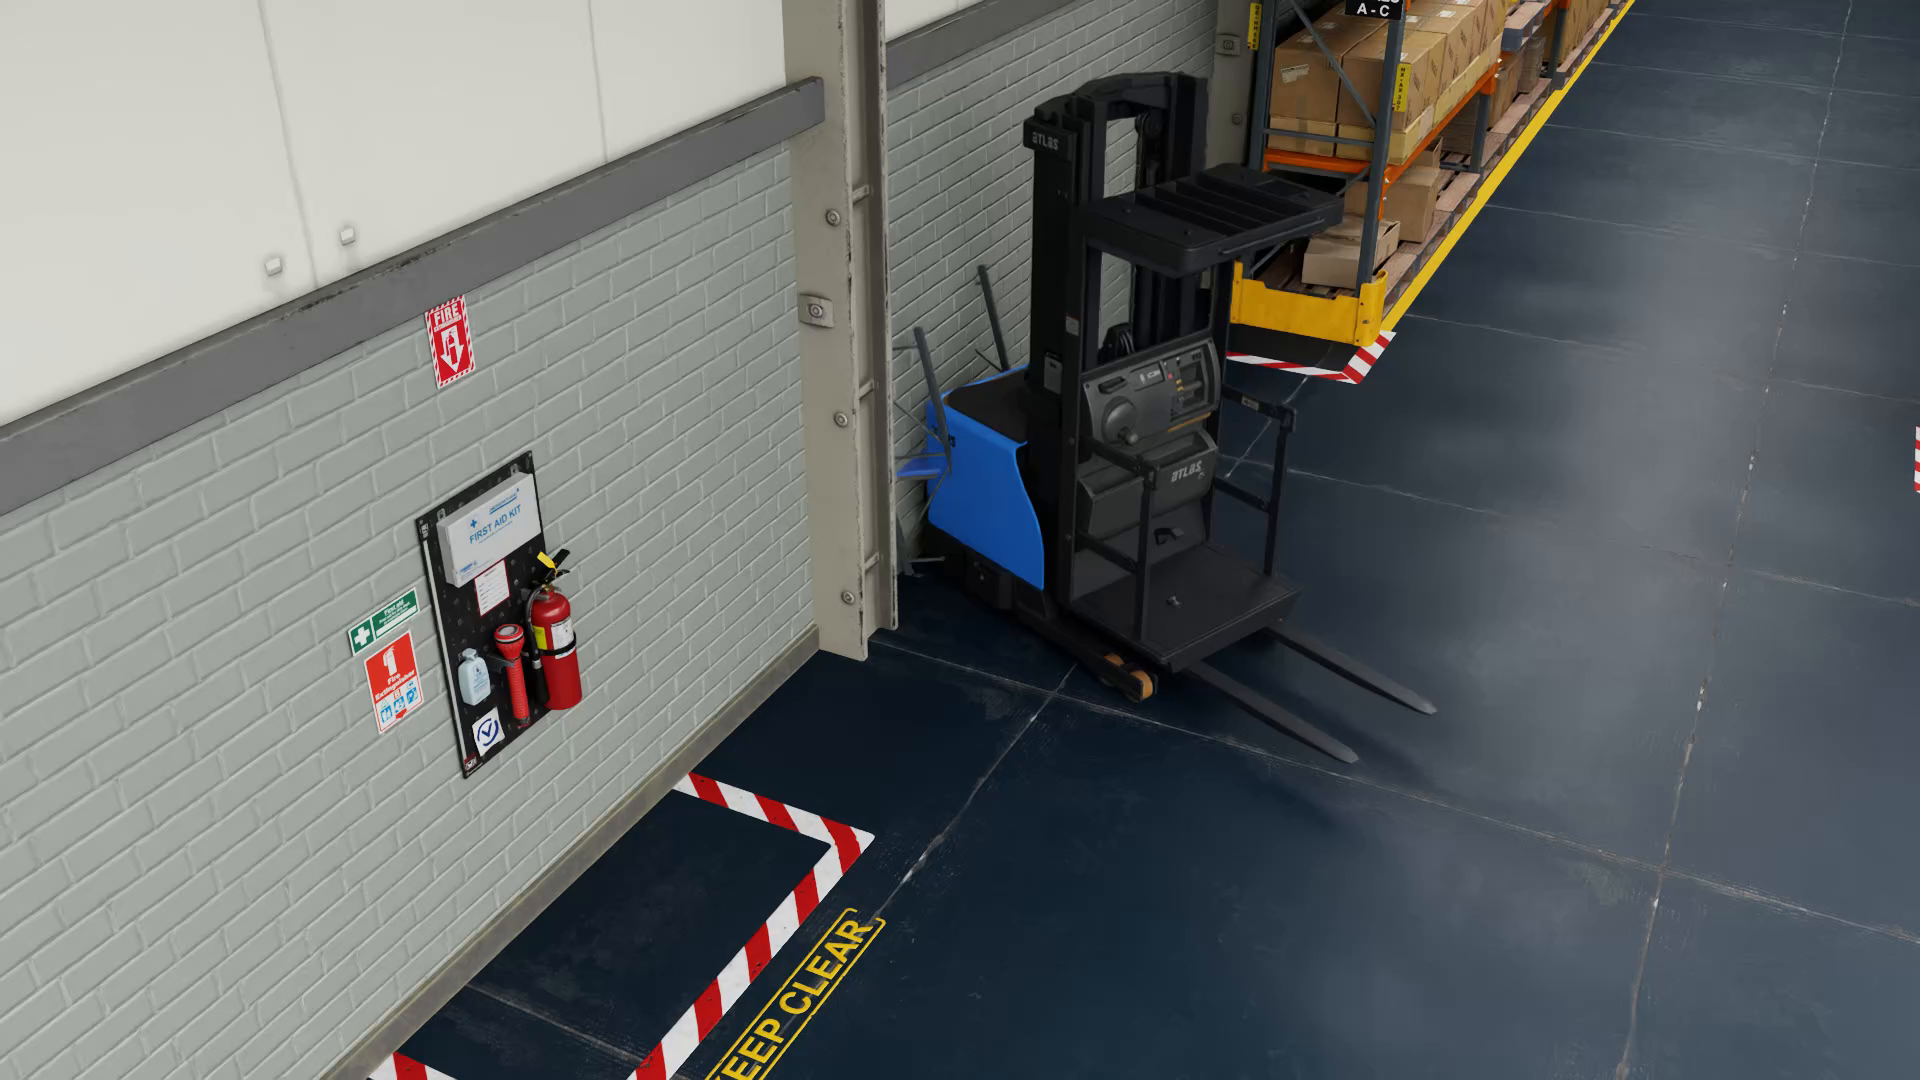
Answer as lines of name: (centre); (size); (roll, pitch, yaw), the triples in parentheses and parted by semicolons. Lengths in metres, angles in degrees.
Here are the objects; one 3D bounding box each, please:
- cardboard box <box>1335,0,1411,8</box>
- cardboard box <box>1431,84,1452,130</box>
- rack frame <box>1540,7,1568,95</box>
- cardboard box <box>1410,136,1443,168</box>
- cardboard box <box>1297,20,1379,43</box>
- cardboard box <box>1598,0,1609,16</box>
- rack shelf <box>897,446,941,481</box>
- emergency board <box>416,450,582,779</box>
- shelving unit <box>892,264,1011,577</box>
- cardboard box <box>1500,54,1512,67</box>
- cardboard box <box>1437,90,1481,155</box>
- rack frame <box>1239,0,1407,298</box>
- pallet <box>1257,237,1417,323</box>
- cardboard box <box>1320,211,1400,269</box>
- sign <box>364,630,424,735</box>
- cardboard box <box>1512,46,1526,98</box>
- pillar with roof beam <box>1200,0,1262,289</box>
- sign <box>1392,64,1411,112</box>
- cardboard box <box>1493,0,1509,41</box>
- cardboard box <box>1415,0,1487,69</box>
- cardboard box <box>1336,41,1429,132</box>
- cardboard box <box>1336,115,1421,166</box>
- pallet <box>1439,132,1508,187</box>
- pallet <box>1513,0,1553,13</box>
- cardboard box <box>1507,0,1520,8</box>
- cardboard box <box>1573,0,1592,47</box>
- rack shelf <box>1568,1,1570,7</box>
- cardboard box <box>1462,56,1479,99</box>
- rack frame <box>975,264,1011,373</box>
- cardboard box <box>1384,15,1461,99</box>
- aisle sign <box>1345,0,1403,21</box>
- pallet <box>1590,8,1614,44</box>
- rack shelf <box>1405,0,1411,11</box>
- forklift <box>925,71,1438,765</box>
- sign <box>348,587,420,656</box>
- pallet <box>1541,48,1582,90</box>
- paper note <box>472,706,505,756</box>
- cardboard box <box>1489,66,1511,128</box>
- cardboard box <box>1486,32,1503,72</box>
cardboard box: (3.343, -4.127, 13.592); (0.500, 0.500, 0.500); (15, 33, 24)
cardboard box: (3.585, -3.472, 13.205); (0.500, 0.250, 0.500); (14, 33, 23)
rack frame: (6.263, -6.473, 18.300); (1.000, 3.000, 0.127); (14, 33, 23)
cardboard box: (4.003, -3.337, 14.908); (0.500, 0.500, 0.500); (12, 32, 20)
cardboard box: (2.882, -3.673, 12.802); (0.500, 0.500, 0.500); (15, 33, 24)
cardboard box: (7.905, -7.178, 21.265); (0.750, 0.750, 0.750); (15, 33, 24)
rack shelf: (-0.040, -0.539, 9.794); (0.538, 0.185, 1.000); (-3, 26, 25)
emergency board: (-1.726, 0.314, 6.482); (0.194, 1.169, 0.643); (14, 33, 23)
shelving unit: (-0.083, -0.698, 9.722); (0.538, 1.500, 1.048); (-3, 26, 25)
cardboard box: (5.436, -5.106, 17.235); (0.500, 0.250, 0.500); (14, 33, 23)
cardboard box: (4.761, -4.136, 16.300); (0.700, 0.500, 0.500); (15, 33, 25)
rack frame: (2.618, -2.926, 12.124); (1.000, 3.000, 0.127); (14, 33, 23)
pallet: (3.055, -2.103, 13.490); (1.003, 0.211, 1.213); (14, 33, 23)
cardboard box: (3.273, -2.490, 13.623); (0.500, 0.311, 0.500); (17, 34, 27)
sign: (-2.069, 0.520, 6.087); (0.001, 0.329, 0.234); (14, 33, 23)
cardboard box: (5.643, -5.047, 17.885); (0.700, 0.500, 0.500); (14, 33, 23)
pillar with roof beam: (6.000, -5.058, 9.812); (9.100, 9.000, 0.400); (14, 33, 23)
sign: (3.102, -3.179, 11.694); (0.100, 0.325, 0.005); (14, 33, 23)
cardboard box: (4.501, -4.689, 14.571); (0.500, 0.500, 0.500); (14, 33, 23)
cardboard box: (4.039, -4.245, 13.798); (0.500, 0.500, 0.500); (13, 32, 22)
cardboard box: (3.103, -3.339, 12.220); (0.500, 0.500, 0.500); (14, 33, 23)
cardboard box: (3.123, -3.014, 12.408); (0.500, 0.250, 0.500); (13, 32, 22)
pallet: (4.794, -3.836, 16.508); (1.003, 0.211, 1.213); (14, 33, 23)
pallet: (5.397, -5.503, 16.803); (1.003, 0.211, 1.213); (14, 33, 23)
cardboard box: (4.964, -5.398, 15.886); (0.700, 0.500, 0.500); (18, 34, 28)
cardboard box: (7.119, -6.406, 19.920); (0.750, 0.750, 0.750); (14, 33, 23)
rack shelf: (7.174, -7.047, 20.023); (1.077, 0.370, 4.000); (14, 33, 23)
cardboard box: (4.045, -3.919, 13.983); (0.500, 0.250, 0.500); (14, 33, 23)
rack frame: (0.093, -0.933, 10.137); (0.500, 1.500, 0.032); (-3, 26, 25)
cardboard box: (3.578, -3.783, 12.994); (0.500, 0.500, 0.500); (13, 32, 22)
aisle sign: (2.853, -3.954, 11.303); (0.394, 0.787, 0.004); (14, 33, 23)
pallet: (7.801, -6.678, 21.457); (1.003, 0.211, 1.213); (14, 33, 23)
rack shelf: (3.530, -4.802, 13.100); (1.077, 0.370, 4.000); (14, 33, 23)
forklift: (1.121, -0.718, 8.347); (1.130, 2.935, 3.031); (-22, 37, -34)
sign: (-2.059, 0.290, 5.955); (0.001, 0.109, 0.331); (14, 33, 23)
pallet: (6.689, -5.596, 19.573); (1.003, 0.211, 1.213); (14, 33, 23)
paper note: (-1.868, 0.759, 6.592); (0.016, 0.148, 0.142); (14, 33, 23)
cardboard box: (5.220, -4.594, 17.096); (0.700, 0.500, 0.500); (15, 33, 24)
cardboard box: (4.495, -4.364, 14.759); (0.500, 0.250, 0.500); (14, 33, 23)
